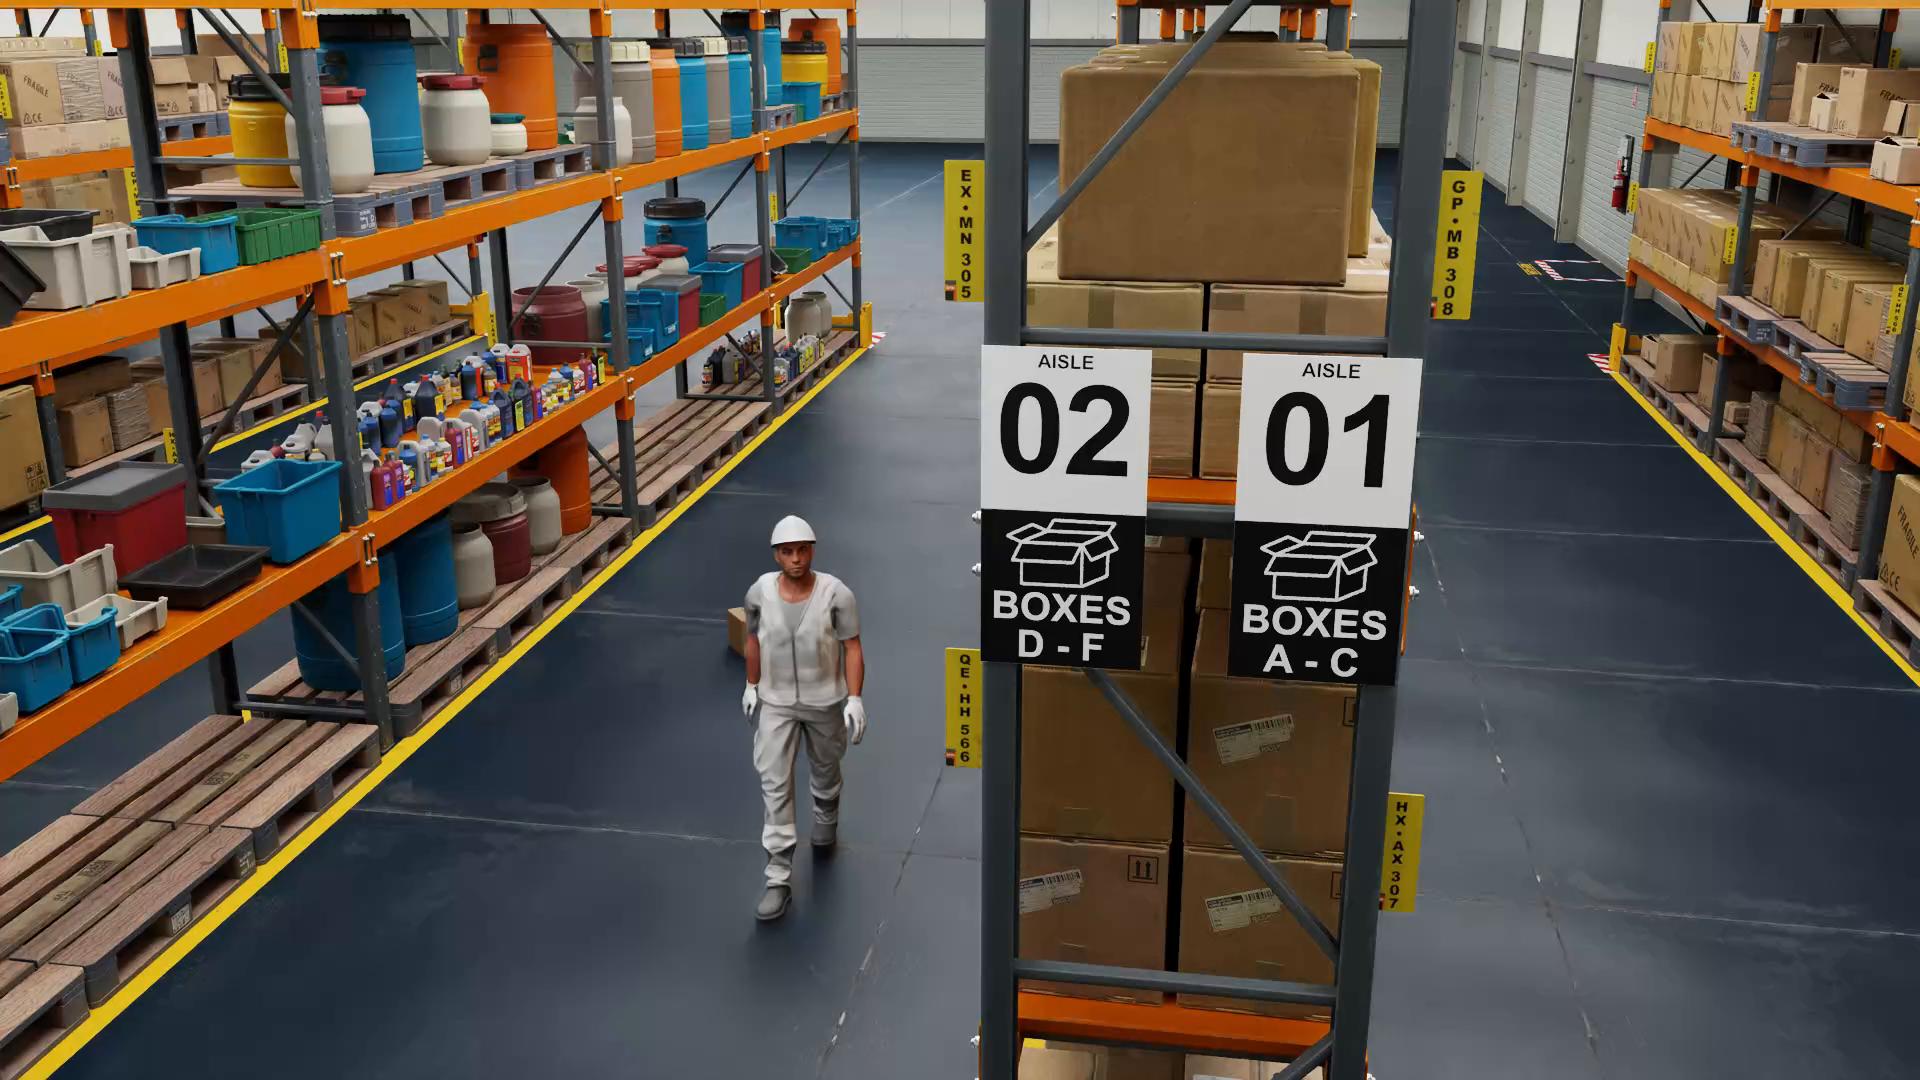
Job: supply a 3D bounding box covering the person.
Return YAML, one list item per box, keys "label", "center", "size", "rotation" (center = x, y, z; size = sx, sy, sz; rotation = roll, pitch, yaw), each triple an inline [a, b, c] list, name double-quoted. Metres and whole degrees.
- label: "person"
  center: [-0.725, 0.753, 7.594]
  size: [0.607, 1.729, 1.020]
  rotation: [0, 18, 0]
